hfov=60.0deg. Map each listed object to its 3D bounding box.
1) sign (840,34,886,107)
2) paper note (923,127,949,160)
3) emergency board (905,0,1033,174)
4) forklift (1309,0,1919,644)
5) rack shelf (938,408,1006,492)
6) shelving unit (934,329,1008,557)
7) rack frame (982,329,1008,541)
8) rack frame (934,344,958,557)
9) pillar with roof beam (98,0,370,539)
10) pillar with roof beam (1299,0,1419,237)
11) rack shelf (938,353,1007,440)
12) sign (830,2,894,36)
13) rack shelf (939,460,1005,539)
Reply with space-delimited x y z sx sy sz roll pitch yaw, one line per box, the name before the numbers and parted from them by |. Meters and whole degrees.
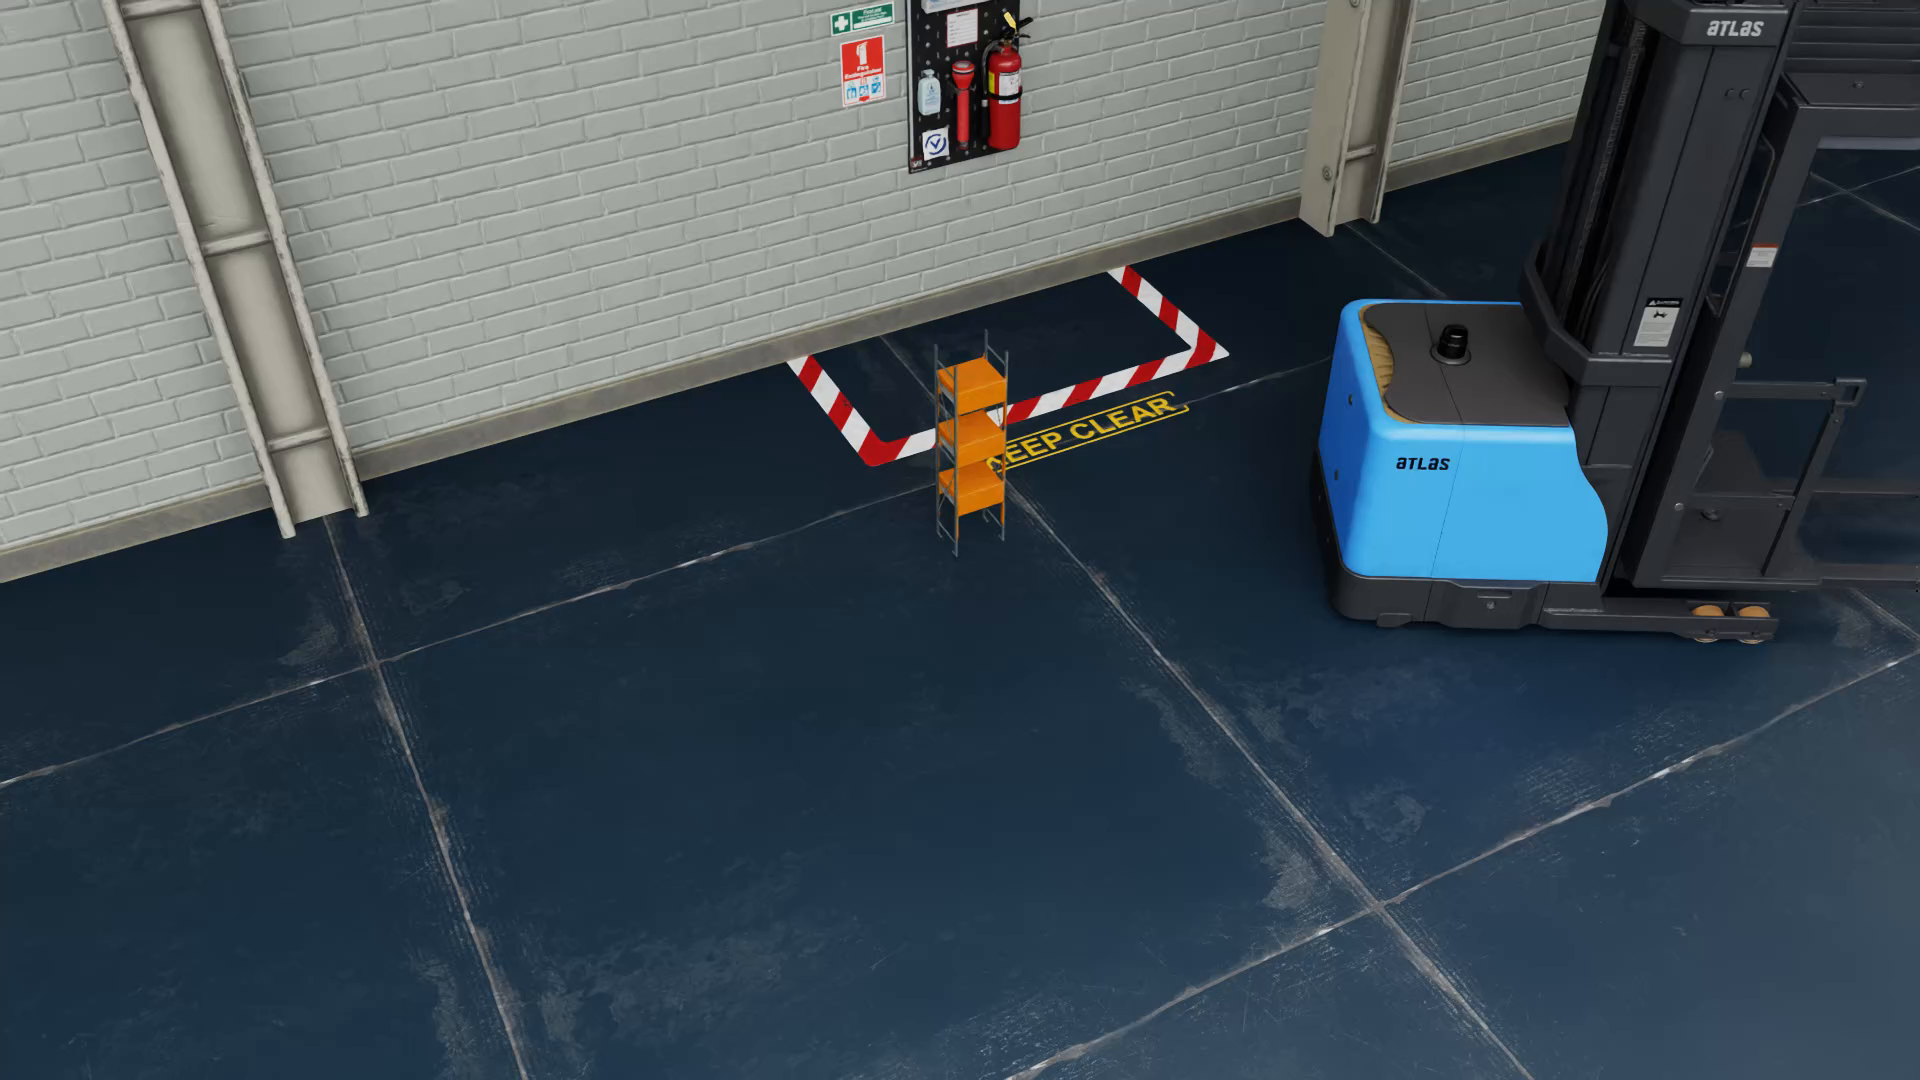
sign | -0.471 -2.279 8.082 0.234 0.329 0.001 -19 44 -21
paper note | -0.122 -2.022 8.488 0.142 0.148 0.016 -19 44 -21
emergency board | 0.067 -2.372 8.219 0.643 1.169 0.194 -19 44 -21
forklift | 3.163 -1.022 6.678 3.031 2.935 1.130 1 40 2
rack shelf | 0.047 -0.409 7.425 0.240 0.259 0.215 -19 44 -21
shelving unit | 0.047 -0.417 7.419 0.252 1.050 0.215 -19 44 -21
rack frame | 0.156 -0.453 7.462 0.008 1.050 0.200 -19 44 -21
rack frame | -0.061 -0.380 7.376 0.008 1.050 0.200 -19 44 -21
pillar with roof beam | -1.056 -1.120 2.097 0.400 9.000 9.100 -19 44 -21
pillar with roof beam | 4.265 -2.910 4.212 0.400 9.000 9.100 -19 44 -21
rack shelf | 0.047 -0.625 7.242 0.240 0.259 0.215 -19 44 -21
sign | -0.463 -2.478 7.907 0.331 0.109 0.001 -19 44 -21
rack shelf | 0.047 -0.196 7.605 0.240 0.259 0.215 -19 44 -21
